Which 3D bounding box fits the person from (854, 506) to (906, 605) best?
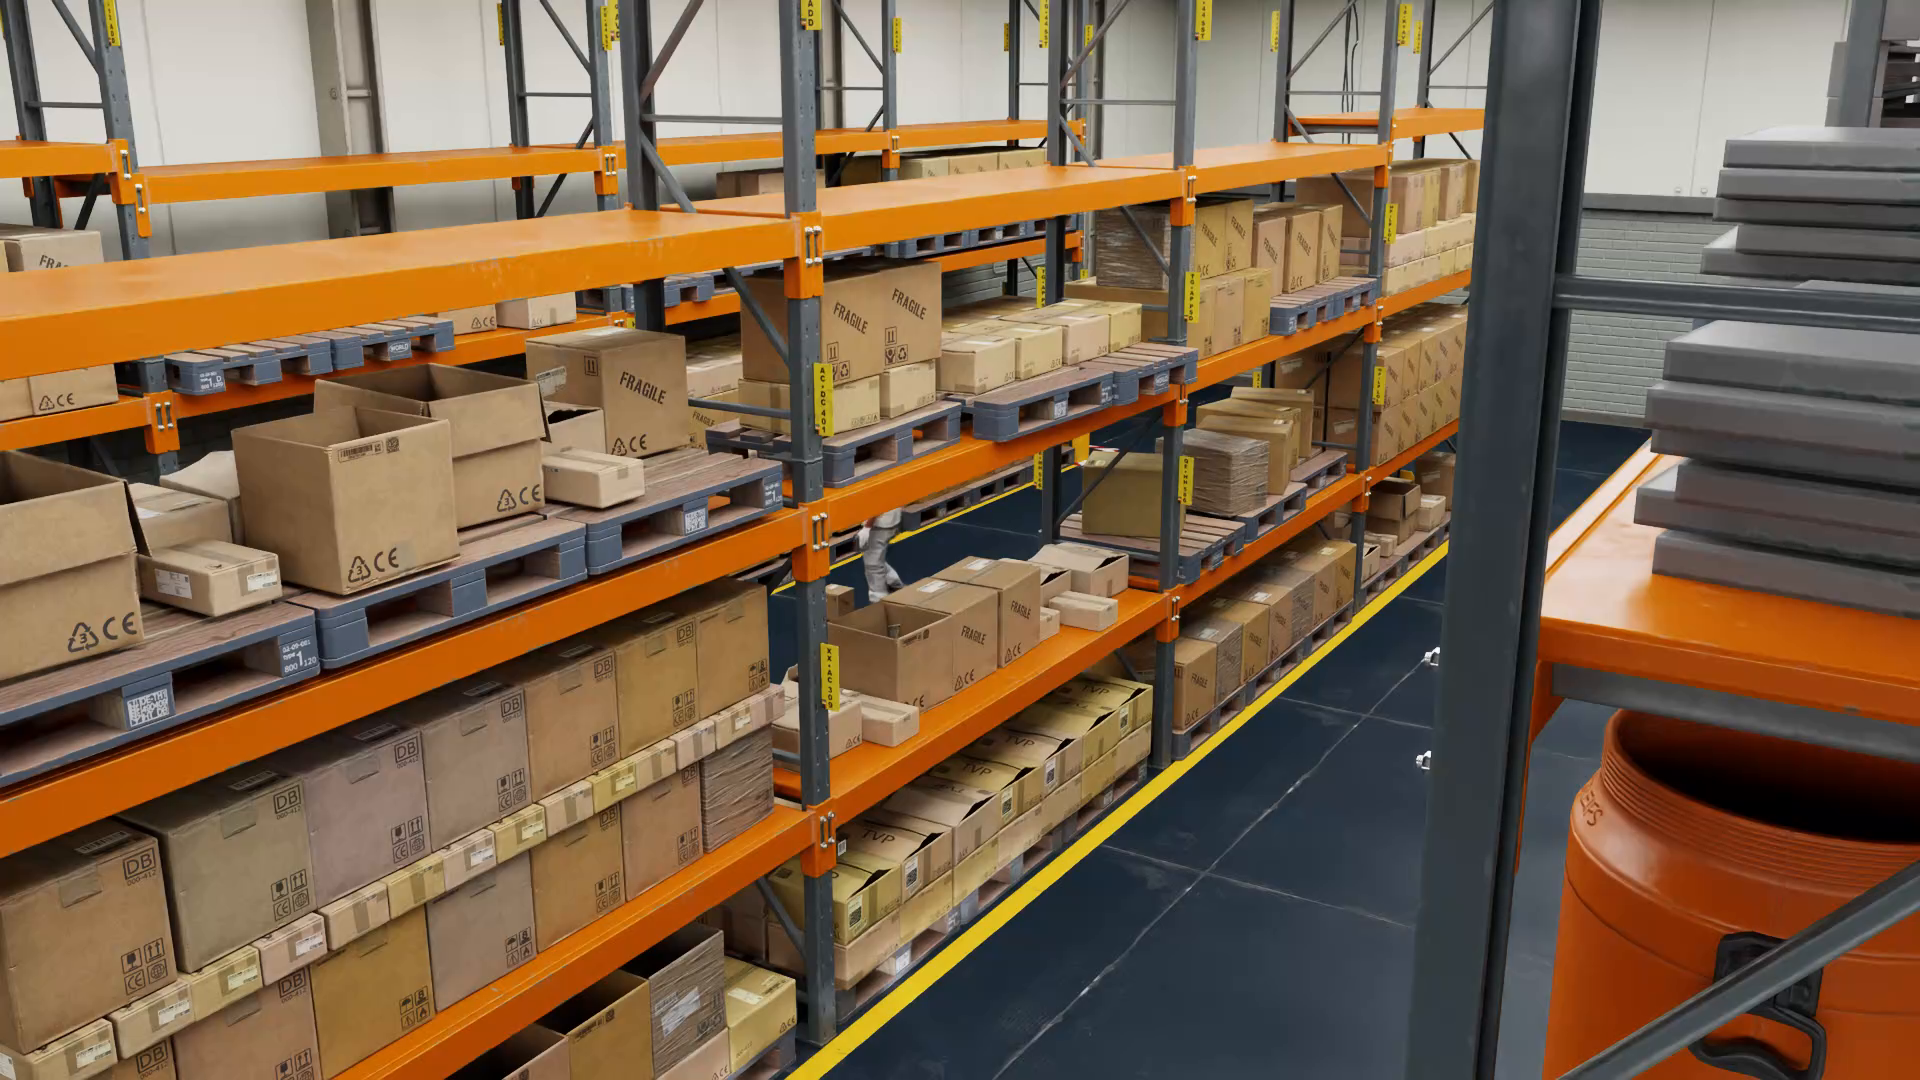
[{"bbox_3d":[-0.695,-0.113,14.341,0.481,1.789,0.588,5,17,17],"label":"person"}]
